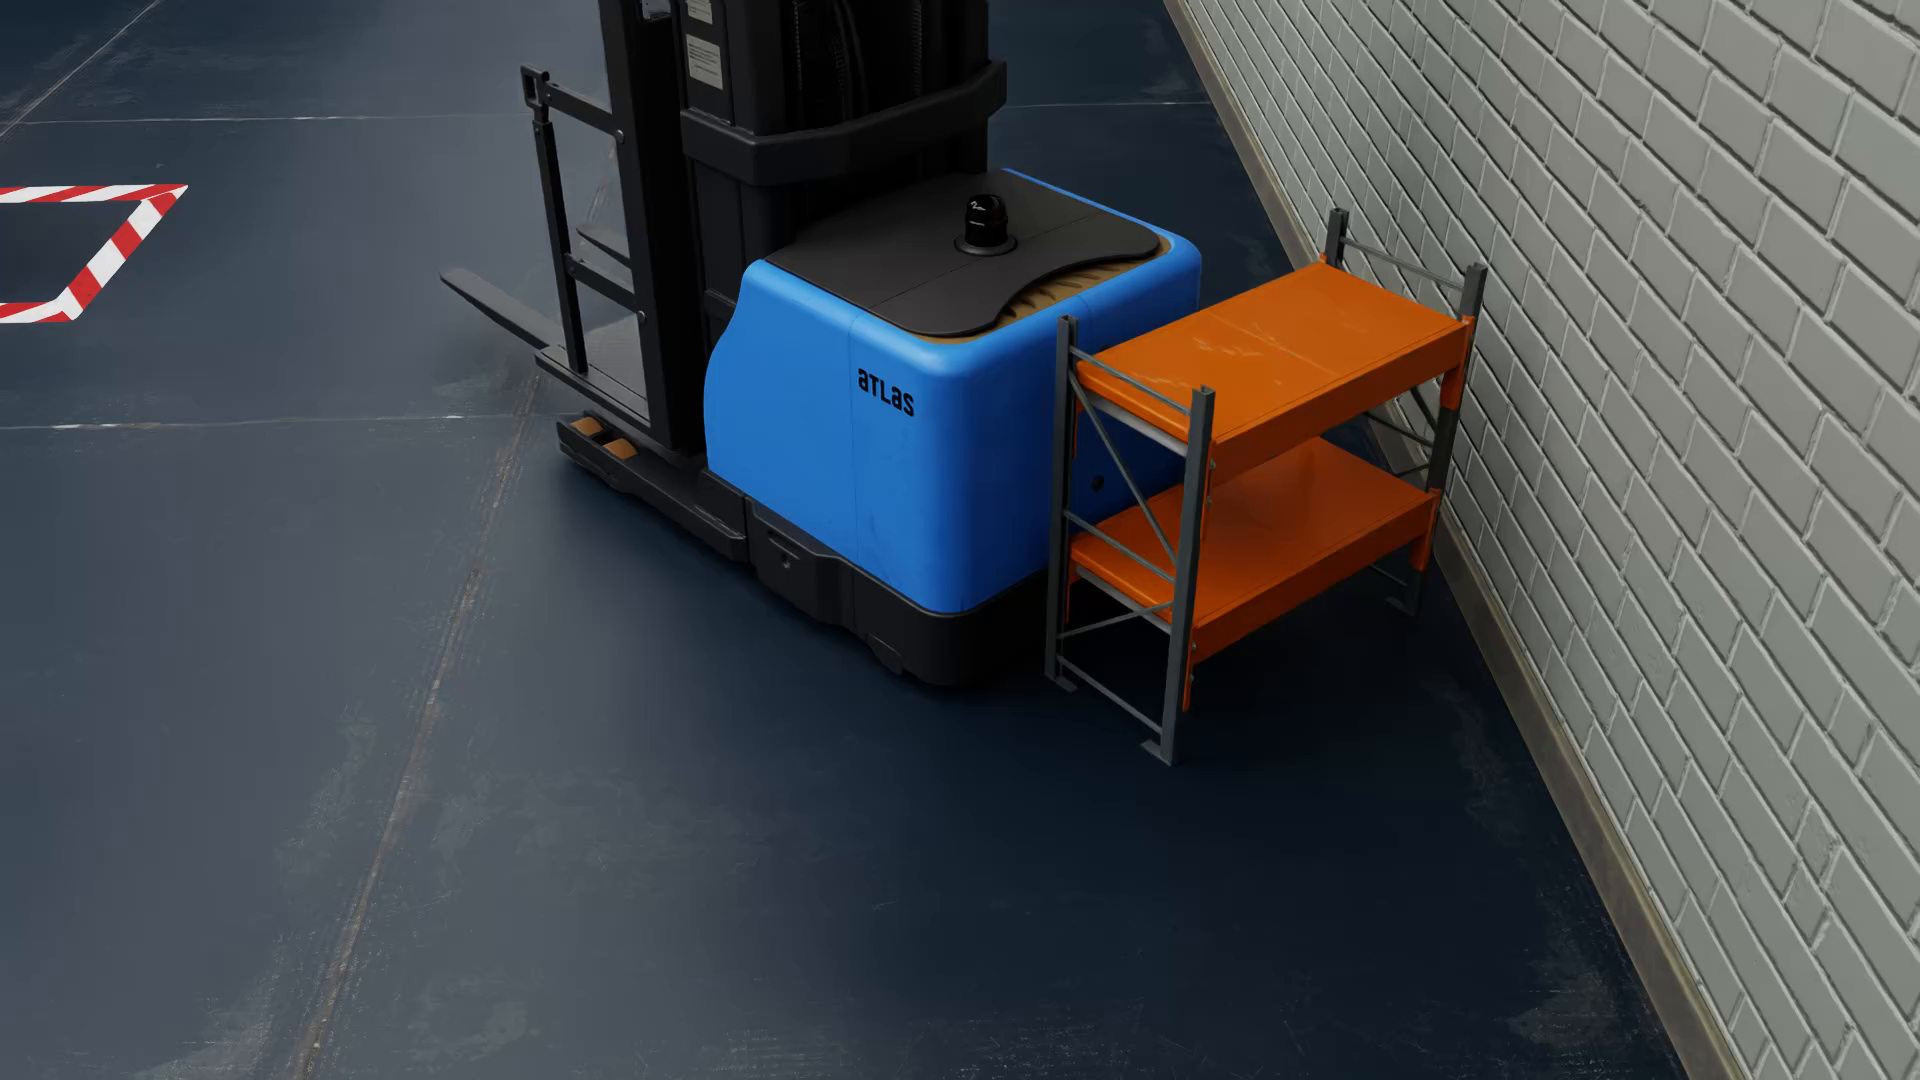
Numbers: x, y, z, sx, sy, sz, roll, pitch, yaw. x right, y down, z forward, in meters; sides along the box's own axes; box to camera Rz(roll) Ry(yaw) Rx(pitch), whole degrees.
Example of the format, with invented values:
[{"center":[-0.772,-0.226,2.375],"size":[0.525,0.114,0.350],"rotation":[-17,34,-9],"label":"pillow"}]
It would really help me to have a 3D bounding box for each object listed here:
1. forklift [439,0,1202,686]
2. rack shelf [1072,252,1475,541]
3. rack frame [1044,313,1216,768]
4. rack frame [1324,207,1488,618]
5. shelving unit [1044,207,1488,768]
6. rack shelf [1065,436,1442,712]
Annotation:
[{"center":[-0.700,-1.549,4.913],"size":[1.130,2.935,3.031],"rotation":[-28,44,-35],"label":"forklift"},{"center":[0.801,-0.403,4.329],"size":[1.000,0.278,0.538],"rotation":[-25,42,-32],"label":"rack shelf"},{"center":[0.408,0.022,4.230],"size":[0.032,1.125,0.500],"rotation":[-25,42,-32],"label":"rack frame"},{"center":[1.193,-0.346,4.762],"size":[0.032,1.125,0.500],"rotation":[-25,42,-32],"label":"rack frame"},{"center":[0.801,-0.162,4.496],"size":[1.048,1.125,0.538],"rotation":[-25,42,-32],"label":"shelving unit"},{"center":[0.801,0.039,4.635],"size":[1.000,0.278,0.538],"rotation":[-25,42,-32],"label":"rack shelf"}]
